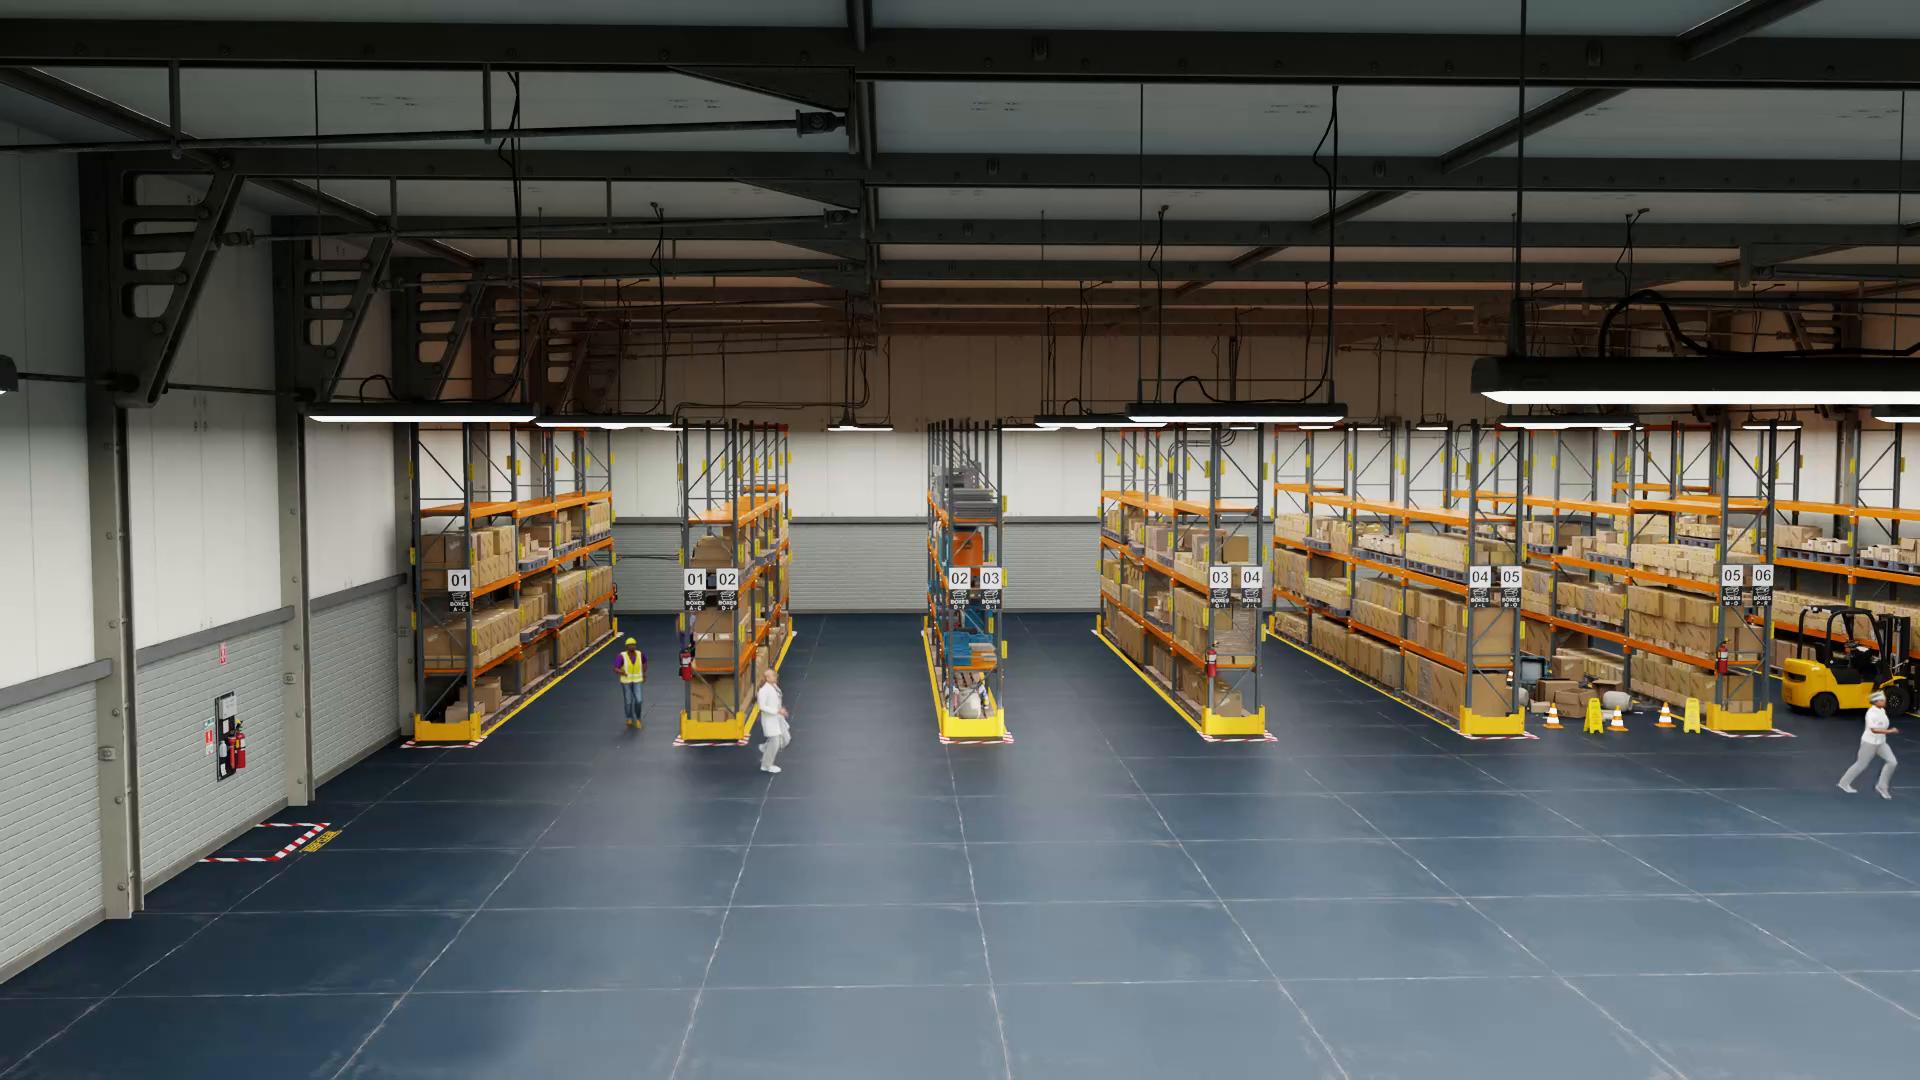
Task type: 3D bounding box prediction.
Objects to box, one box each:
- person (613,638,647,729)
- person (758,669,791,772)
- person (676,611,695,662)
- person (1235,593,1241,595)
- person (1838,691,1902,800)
[{"bbox_3d":[-6.374,2.788,32.248,0.683,1.792,0.730,-1,4,-18],"label":"person"},{"bbox_3d":[-3.159,3.056,28.150,0.631,1.737,0.705,1,4,21],"label":"person"},{"bbox_3d":[-6.473,2.379,39.637,0.613,1.695,0.868,0,4,-1],"label":"person"},{"bbox_3d":[7.981,1.798,48.297,0.831,1.732,0.773,-4,5,-44],"label":"person"},{"bbox_3d":[14.333,3.209,26.119,0.586,1.736,0.880,-3,5,-40],"label":"person"}]
